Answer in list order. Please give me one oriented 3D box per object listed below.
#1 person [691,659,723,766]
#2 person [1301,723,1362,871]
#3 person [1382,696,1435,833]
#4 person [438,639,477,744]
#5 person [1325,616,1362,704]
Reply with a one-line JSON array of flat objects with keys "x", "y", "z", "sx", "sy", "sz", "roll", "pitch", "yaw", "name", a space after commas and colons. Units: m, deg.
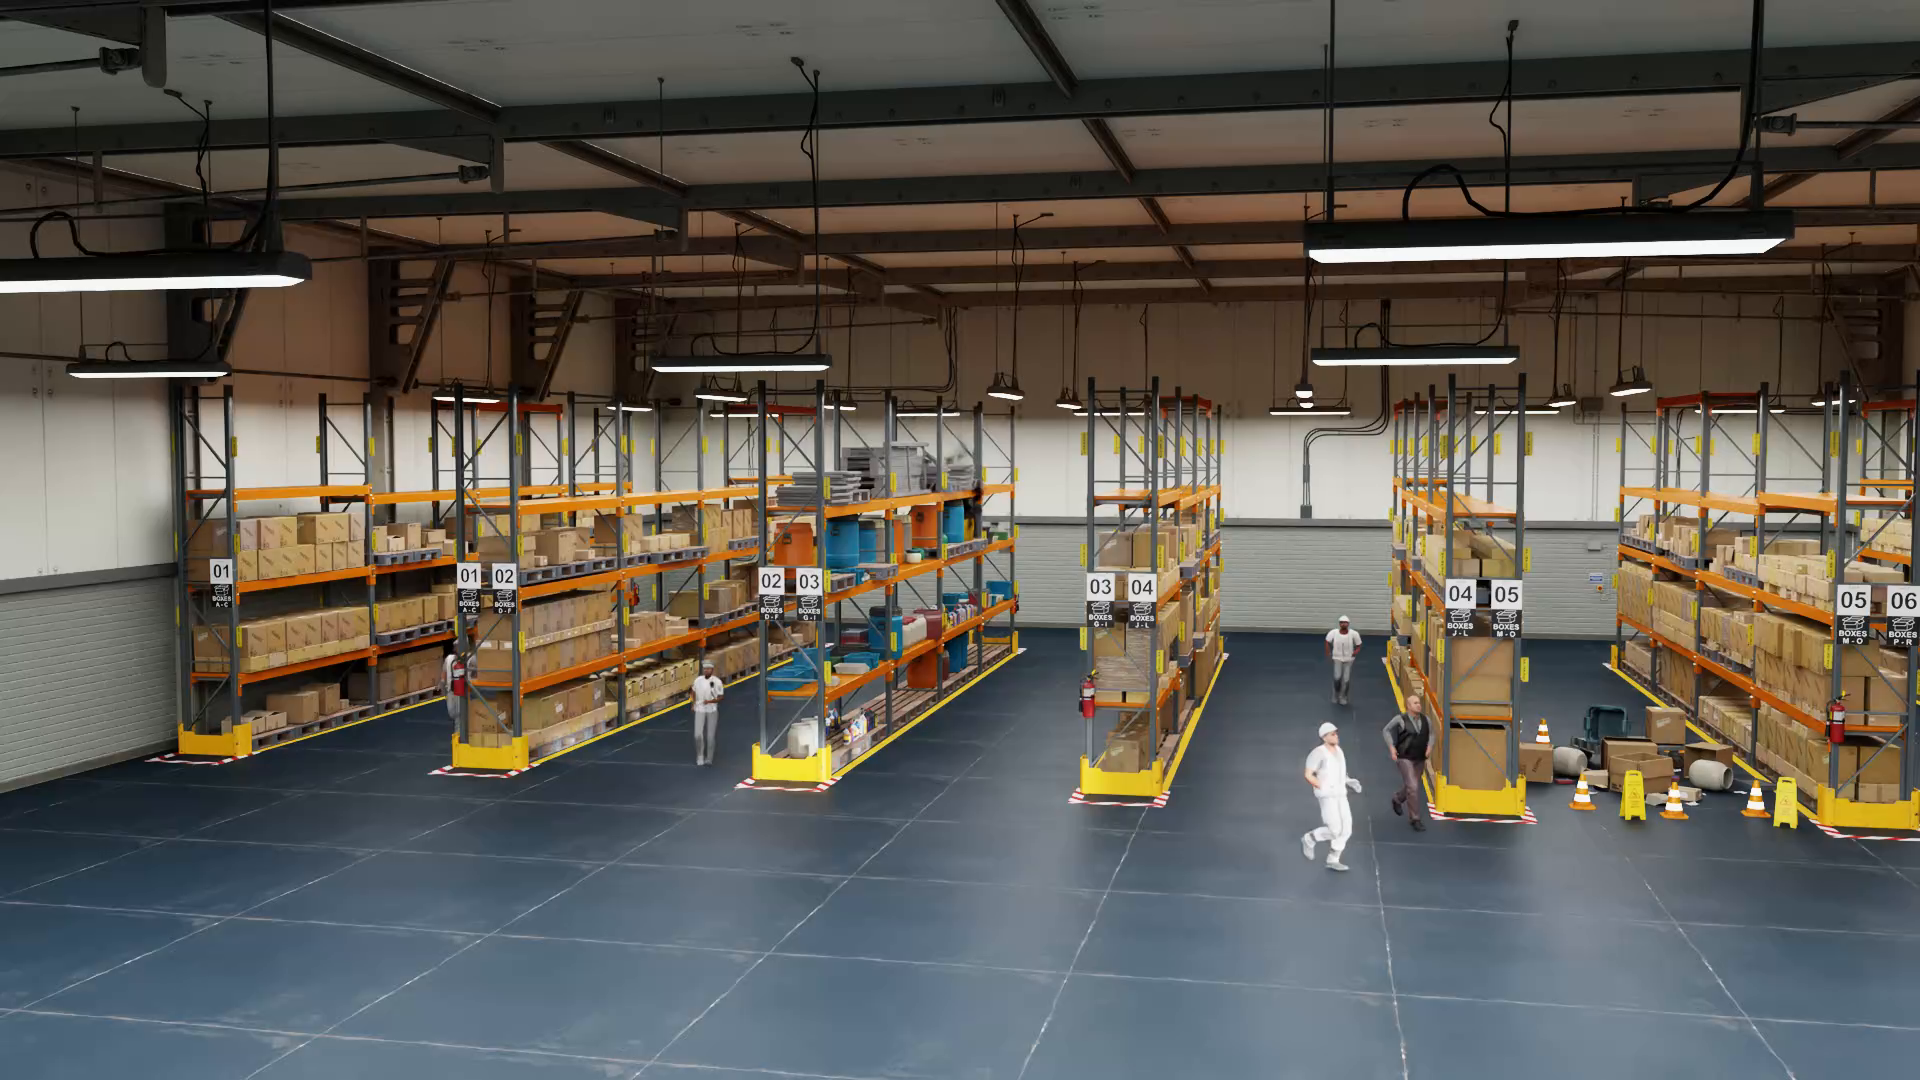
[{"x": -3.977, "y": 2.700, "z": 26.069, "sx": 0.540, "sy": 1.674, "sz": 0.652, "roll": 0, "pitch": 3, "yaw": 0, "name": "person"}, {"x": 4.370, "y": 3.029, "z": 19.705, "sx": 0.654, "sy": 1.736, "sz": 0.621, "roll": -3, "pitch": 4, "yaw": -39, "name": "person"}, {"x": 5.966, "y": 2.952, "z": 22.001, "sx": 0.673, "sy": 1.648, "sz": 0.929, "roll": -1, "pitch": 3, "yaw": -17, "name": "person"}, {"x": -8.490, "y": 2.554, "z": 28.277, "sx": 0.679, "sy": 1.758, "sz": 0.813, "roll": 0, "pitch": 3, "yaw": 7, "name": "person"}, {"x": 7.422, "y": 2.328, "z": 32.164, "sx": 0.700, "sy": 1.738, "sz": 0.633, "roll": 1, "pitch": 3, "yaw": 10, "name": "person"}]
